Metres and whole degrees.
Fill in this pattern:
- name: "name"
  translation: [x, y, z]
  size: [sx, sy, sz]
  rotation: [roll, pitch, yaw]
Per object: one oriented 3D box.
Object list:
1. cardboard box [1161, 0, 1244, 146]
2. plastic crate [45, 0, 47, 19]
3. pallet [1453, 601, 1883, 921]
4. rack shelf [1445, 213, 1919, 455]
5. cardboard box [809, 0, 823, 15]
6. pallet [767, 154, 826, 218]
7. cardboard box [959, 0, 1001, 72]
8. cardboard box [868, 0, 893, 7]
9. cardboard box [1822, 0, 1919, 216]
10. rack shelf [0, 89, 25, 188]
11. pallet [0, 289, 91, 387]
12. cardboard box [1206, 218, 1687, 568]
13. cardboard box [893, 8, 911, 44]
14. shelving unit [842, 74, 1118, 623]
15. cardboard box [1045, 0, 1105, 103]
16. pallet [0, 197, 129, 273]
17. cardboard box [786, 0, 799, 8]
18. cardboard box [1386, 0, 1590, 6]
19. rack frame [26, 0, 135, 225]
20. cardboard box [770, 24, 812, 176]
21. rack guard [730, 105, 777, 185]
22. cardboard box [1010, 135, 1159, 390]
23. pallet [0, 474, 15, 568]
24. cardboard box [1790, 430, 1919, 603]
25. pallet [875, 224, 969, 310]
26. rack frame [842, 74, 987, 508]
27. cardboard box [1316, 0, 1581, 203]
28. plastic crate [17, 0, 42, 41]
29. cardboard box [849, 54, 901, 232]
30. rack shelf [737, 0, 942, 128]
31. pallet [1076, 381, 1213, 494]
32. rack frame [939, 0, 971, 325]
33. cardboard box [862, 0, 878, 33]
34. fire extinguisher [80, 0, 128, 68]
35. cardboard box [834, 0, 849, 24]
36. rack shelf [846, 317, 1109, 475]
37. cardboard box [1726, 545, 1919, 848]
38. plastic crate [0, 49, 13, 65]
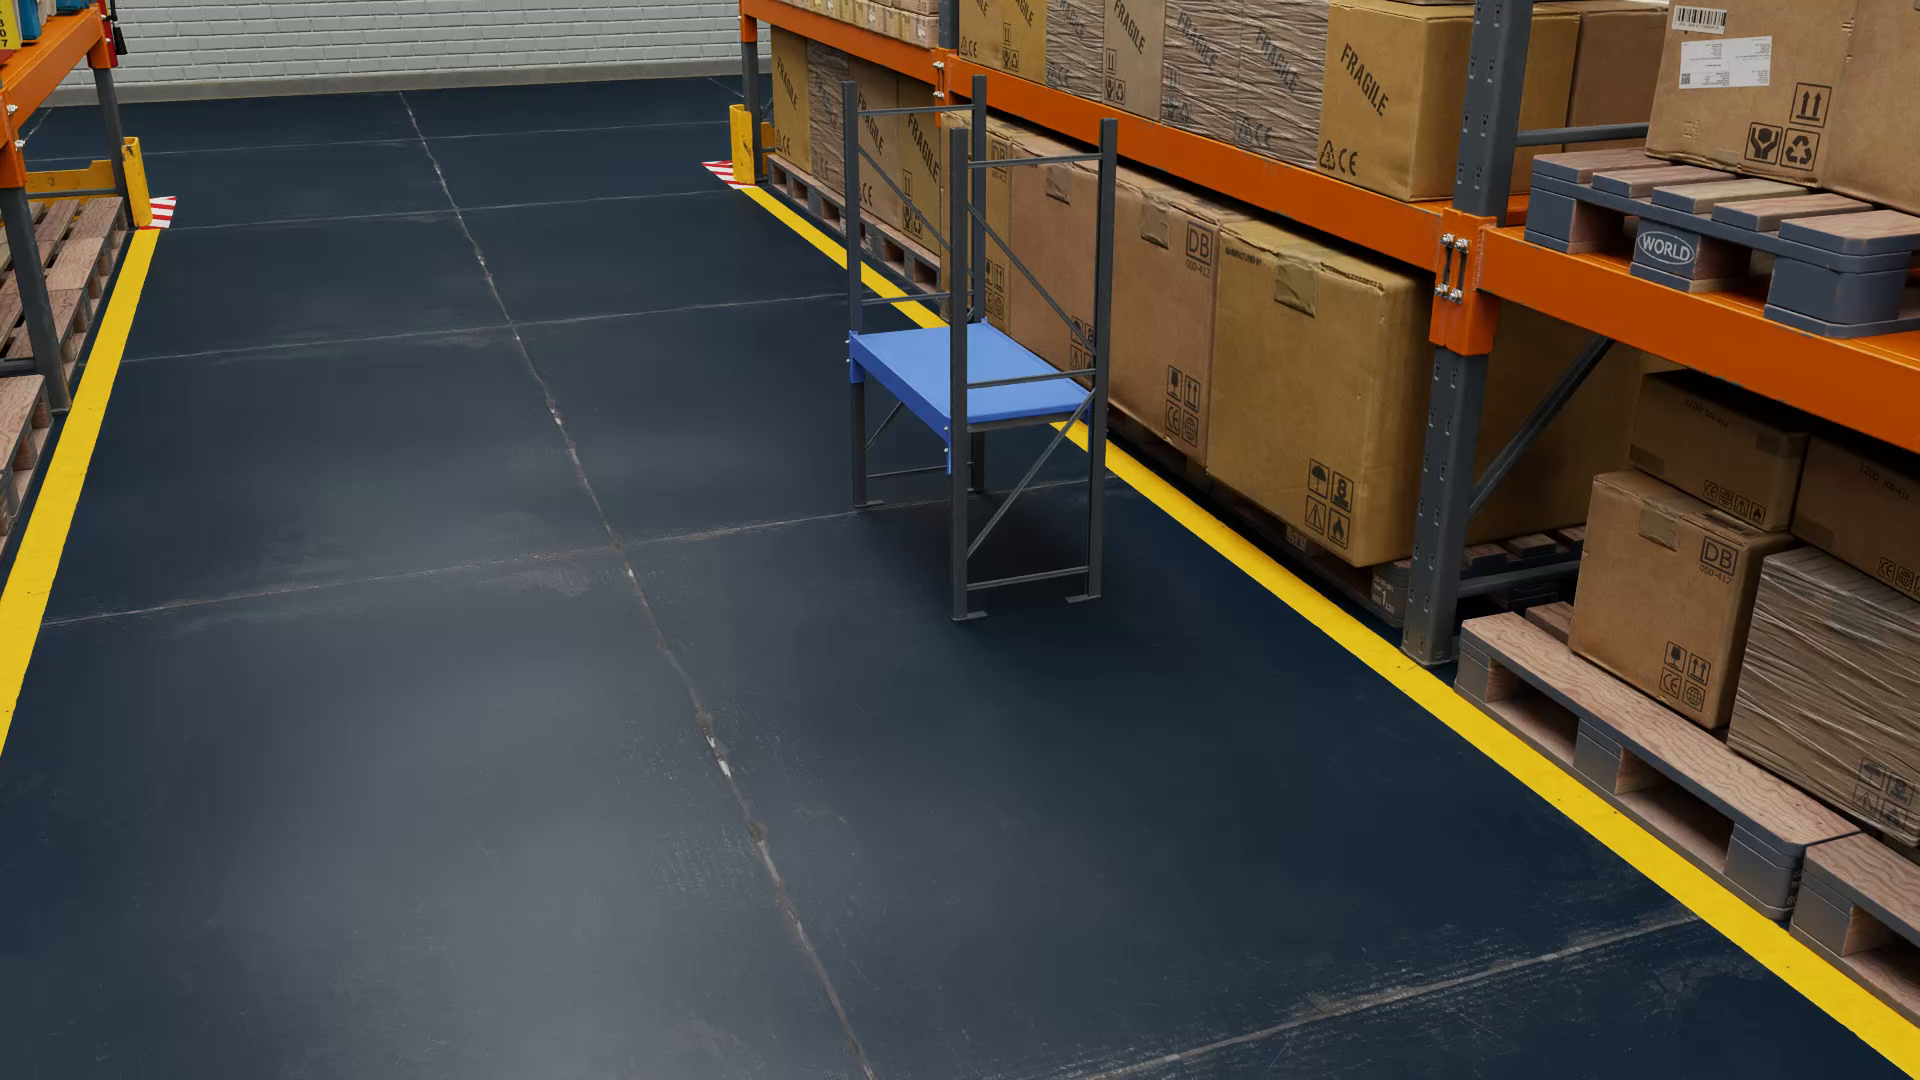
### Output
- name: "cardboard box"
  translation: [1.037, -1.657, 5.690]
  size: [0.500, 0.500, 0.500]
  rotation: [-9, 25, -21]
- name: "plastic crate"
  translation: [-5.113, -2.850, 8.911]
  size: [0.396, 0.136, 0.243]
  rotation: [-8, 24, -19]
- name: "pallet"
  translation: [2.075, 0.474, 4.353]
  size: [1.003, 0.211, 1.213]
  rotation: [-8, 24, -19]
- name: "rack shelf"
  translation: [2.507, -0.037, 2.901]
  size: [1.077, 0.370, 4.000]
  rotation: [-8, 24, -19]
- name: "cardboard box"
  translation: [-0.664, -3.153, 9.692]
  size: [0.380, 0.149, 0.250]
  rotation: [-9, 24, -20]
- name: "pallet"
  translation: [-0.670, -2.437, 11.260]
  size: [1.003, 0.211, 1.213]
  rotation: [-8, 24, -19]
- name: "cardboard box"
  translation: [0.316, -2.393, 7.437]
  size: [0.500, 0.500, 0.500]
  rotation: [-8, 24, -19]
- name: "cardboard box"
  translation: [-0.199, -2.928, 8.646]
  size: [0.500, 0.250, 0.500]
  rotation: [-8, 24, -17]
- name: "cardboard box"
  translation: [2.320, -0.955, 3.484]
  size: [0.700, 0.500, 0.500]
  rotation: [-5, 23, -11]
- name: "rack shelf"
  translation: [-3.540, -0.811, 4.737]
  size: [1.077, 0.370, 4.000]
  rotation: [-8, 24, -19]
- name: "pallet"
  translation: [-4.542, -0.846, 7.485]
  size: [1.003, 0.211, 1.213]
  rotation: [-8, 24, -19]
- name: "cardboard box"
  translation: [1.576, -0.563, 5.419]
  size: [1.225, 0.875, 0.875]
  rotation: [-10, 25, -21]
- name: "cardboard box"
  translation: [-0.118, -2.592, 8.361]
  size: [0.380, 0.149, 0.250]
  rotation: [-8, 24, -18]
- name: "shelving unit"
  translation: [0.030, -0.660, 5.385]
  size: [0.538, 1.500, 1.048]
  rotation: [-8, 24, -19]
- name: "cardboard box"
  translation: [0.671, -2.029, 6.572]
  size: [0.500, 0.500, 0.500]
  rotation: [-9, 24, -20]
- name: "pallet"
  translation: [-5.404, -1.732, 9.588]
  size: [1.003, 0.211, 1.213]
  rotation: [-8, 24, -19]
- name: "cardboard box"
  translation: [-0.844, -3.339, 10.133]
  size: [0.380, 0.149, 0.250]
  rotation: [-9, 24, -20]
- name: "cardboard box"
  translation: [1.557, -1.871, 4.907]
  size: [0.797, 0.503, 0.637]
  rotation: [-7, 24, -17]
- name: "rack frame"
  translation: [-5.659, -3.322, 9.770]
  size: [1.000, 3.000, 0.127]
  rotation: [-8, 24, -19]
- name: "cardboard box"
  translation: [-0.725, -2.995, 11.188]
  size: [0.875, 0.875, 0.875]
  rotation: [-8, 24, -19]
- name: "rack guard"
  translation: [-1.034, -2.859, 11.889]
  size: [1.175, 0.500, 0.348]
  rotation: [-8, 24, -19]
- name: "cardboard box"
  translation: [0.949, -1.208, 6.950]
  size: [1.225, 0.875, 0.875]
  rotation: [-9, 25, -21]
- name: "pallet"
  translation: [-3.578, 0.146, 5.131]
  size: [1.003, 0.211, 1.213]
  rotation: [-8, 24, -19]
- name: "cardboard box"
  translation: [2.262, -0.061, 3.718]
  size: [0.500, 0.250, 0.500]
  rotation: [-6, 23, -13]
- name: "pallet"
  translation: [0.192, -1.550, 9.157]
  size: [1.003, 0.211, 1.213]
  rotation: [-8, 24, -19]
- name: "rack frame"
  translation: [-0.149, -0.845, 5.823]
  size: [0.500, 1.500, 0.032]
  rotation: [-8, 24, -19]
- name: "cardboard box"
  translation: [1.394, -1.286, 4.811]
  size: [0.500, 0.500, 0.500]
  rotation: [-8, 24, -17]
- name: "plastic crate"
  translation: [-4.694, -2.562, 8.104]
  size: [0.416, 0.233, 0.300]
  rotation: [-8, 24, -19]
- name: "cardboard box"
  translation: [-0.089, -2.341, 9.636]
  size: [0.875, 0.875, 0.875]
  rotation: [-8, 24, -19]
- name: "rack shelf"
  translation: [-0.319, -2.944, 9.798]
  size: [1.077, 0.370, 4.000]
  rotation: [-8, 24, -19]
- name: "pallet"
  translation: [1.165, -0.549, 6.782]
  size: [1.003, 0.211, 1.213]
  rotation: [-8, 24, -19]
- name: "rack frame"
  translation: [0.388, -2.548, 7.934]
  size: [1.000, 3.000, 0.127]
  rotation: [-8, 24, -19]
- name: "cardboard box"
  translation: [-0.299, -2.779, 8.804]
  size: [0.380, 0.149, 0.250]
  rotation: [-8, 24, -18]
- name: "fire extinguisher"
  translation: [-5.287, -3.232, 10.136]
  size: [0.296, 0.674, 0.183]
  rotation: [-8, 24, -19]
- name: "cardboard box"
  translation: [-0.481, -2.965, 9.247]
  size: [0.380, 0.149, 0.250]
  rotation: [-9, 24, -20]
- name: "rack shelf"
  translation: [0.030, -0.494, 5.455]
  size: [0.538, 0.185, 1.000]
  rotation: [-8, 24, -19]
- name: "cardboard box"
  translation: [2.264, 0.295, 3.841]
  size: [0.700, 0.500, 0.500]
  rotation: [-10, 25, -23]
- name: "plastic crate"
  translation: [-4.327, -2.285, 7.149]
  size: [0.402, 0.464, 0.583]
  rotation: [-8, 24, -19]
